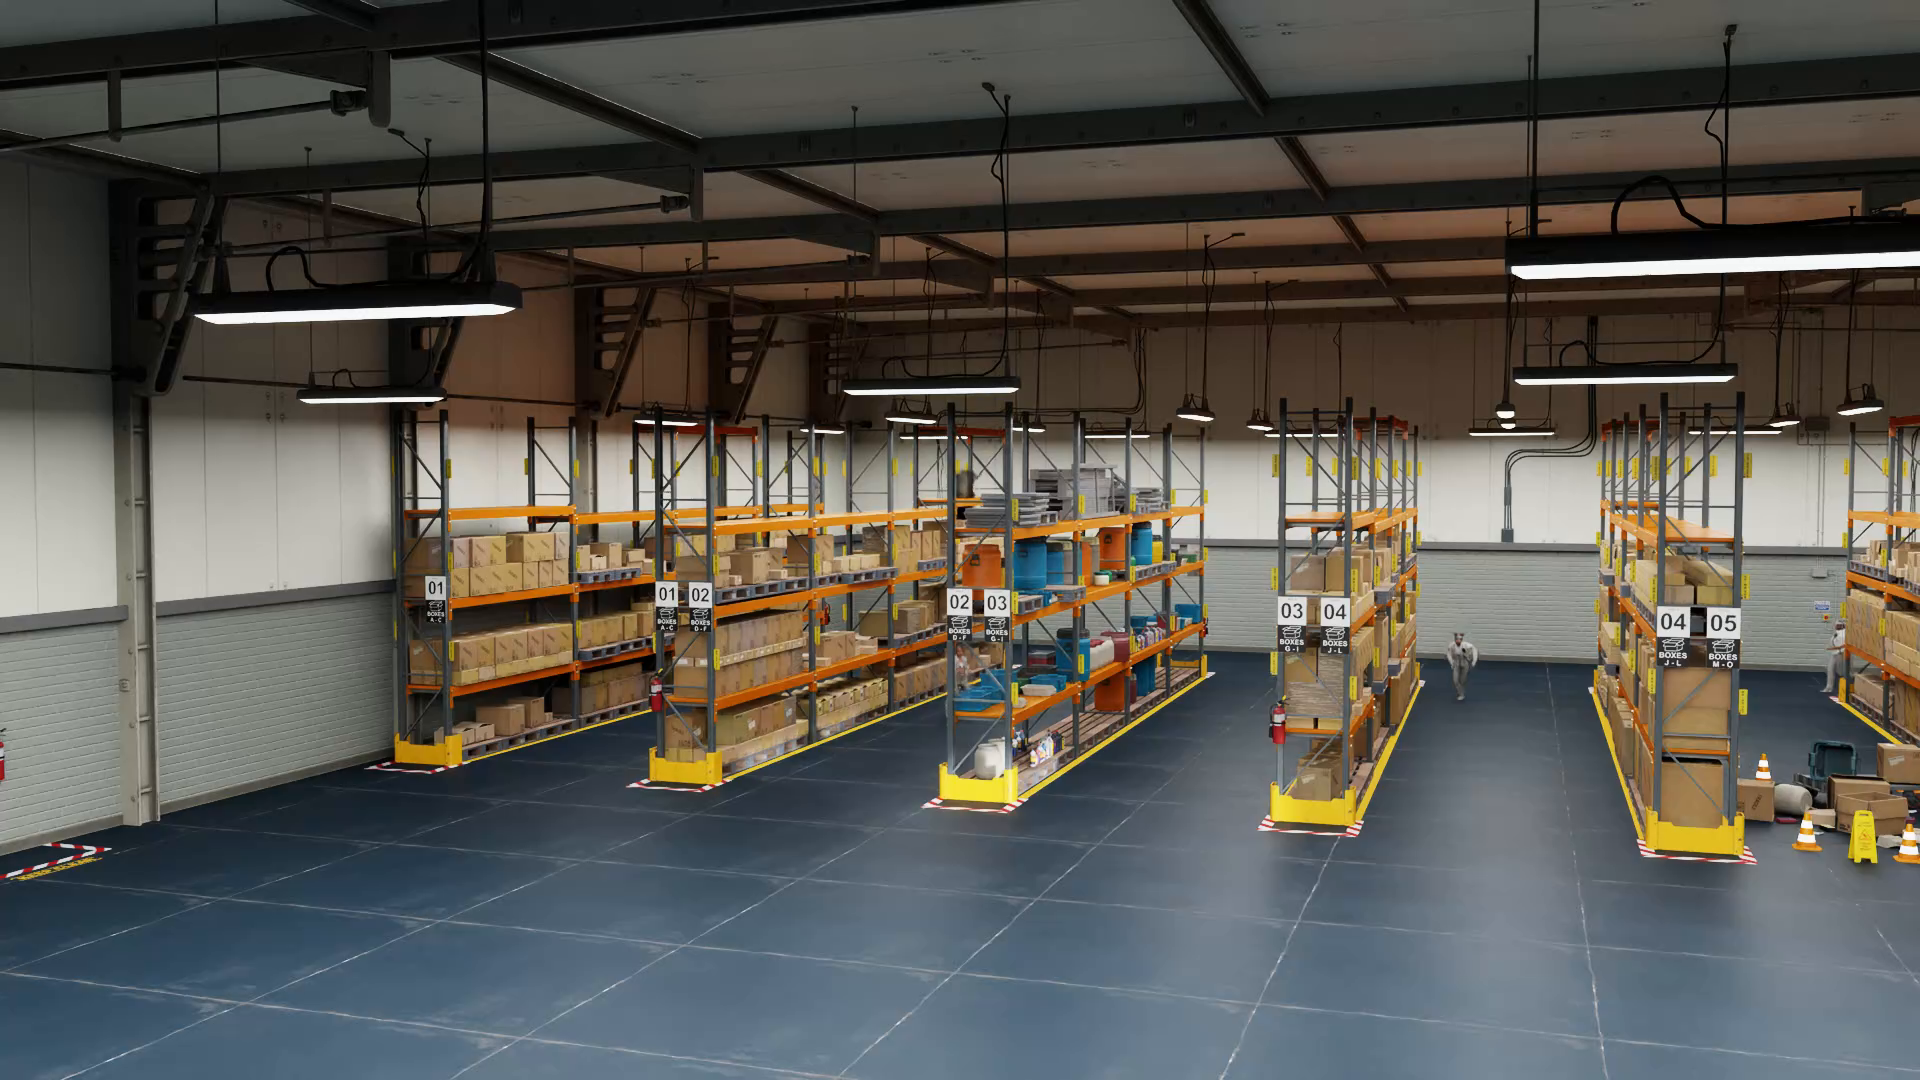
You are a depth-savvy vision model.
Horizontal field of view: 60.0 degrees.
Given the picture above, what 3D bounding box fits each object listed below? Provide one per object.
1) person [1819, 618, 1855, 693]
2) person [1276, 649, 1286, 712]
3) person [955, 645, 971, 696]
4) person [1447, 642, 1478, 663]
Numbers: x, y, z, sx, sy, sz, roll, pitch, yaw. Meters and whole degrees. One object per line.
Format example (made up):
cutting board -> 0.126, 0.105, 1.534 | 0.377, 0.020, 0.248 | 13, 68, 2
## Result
person -> 19.606, 2.583, 36.964 | 0.886, 1.703, 0.579 | 1, 3, 15
person -> 6.733, 2.810, 33.714 | 0.462, 1.303, 0.911 | 1, 3, 30
person -> 0.046, 2.836, 32.975 | 0.558, 1.534, 0.763 | -1, 2, -12
person -> 10.790, 2.414, 35.751 | 0.638, 0.480, 0.361 | 1, 3, 25
